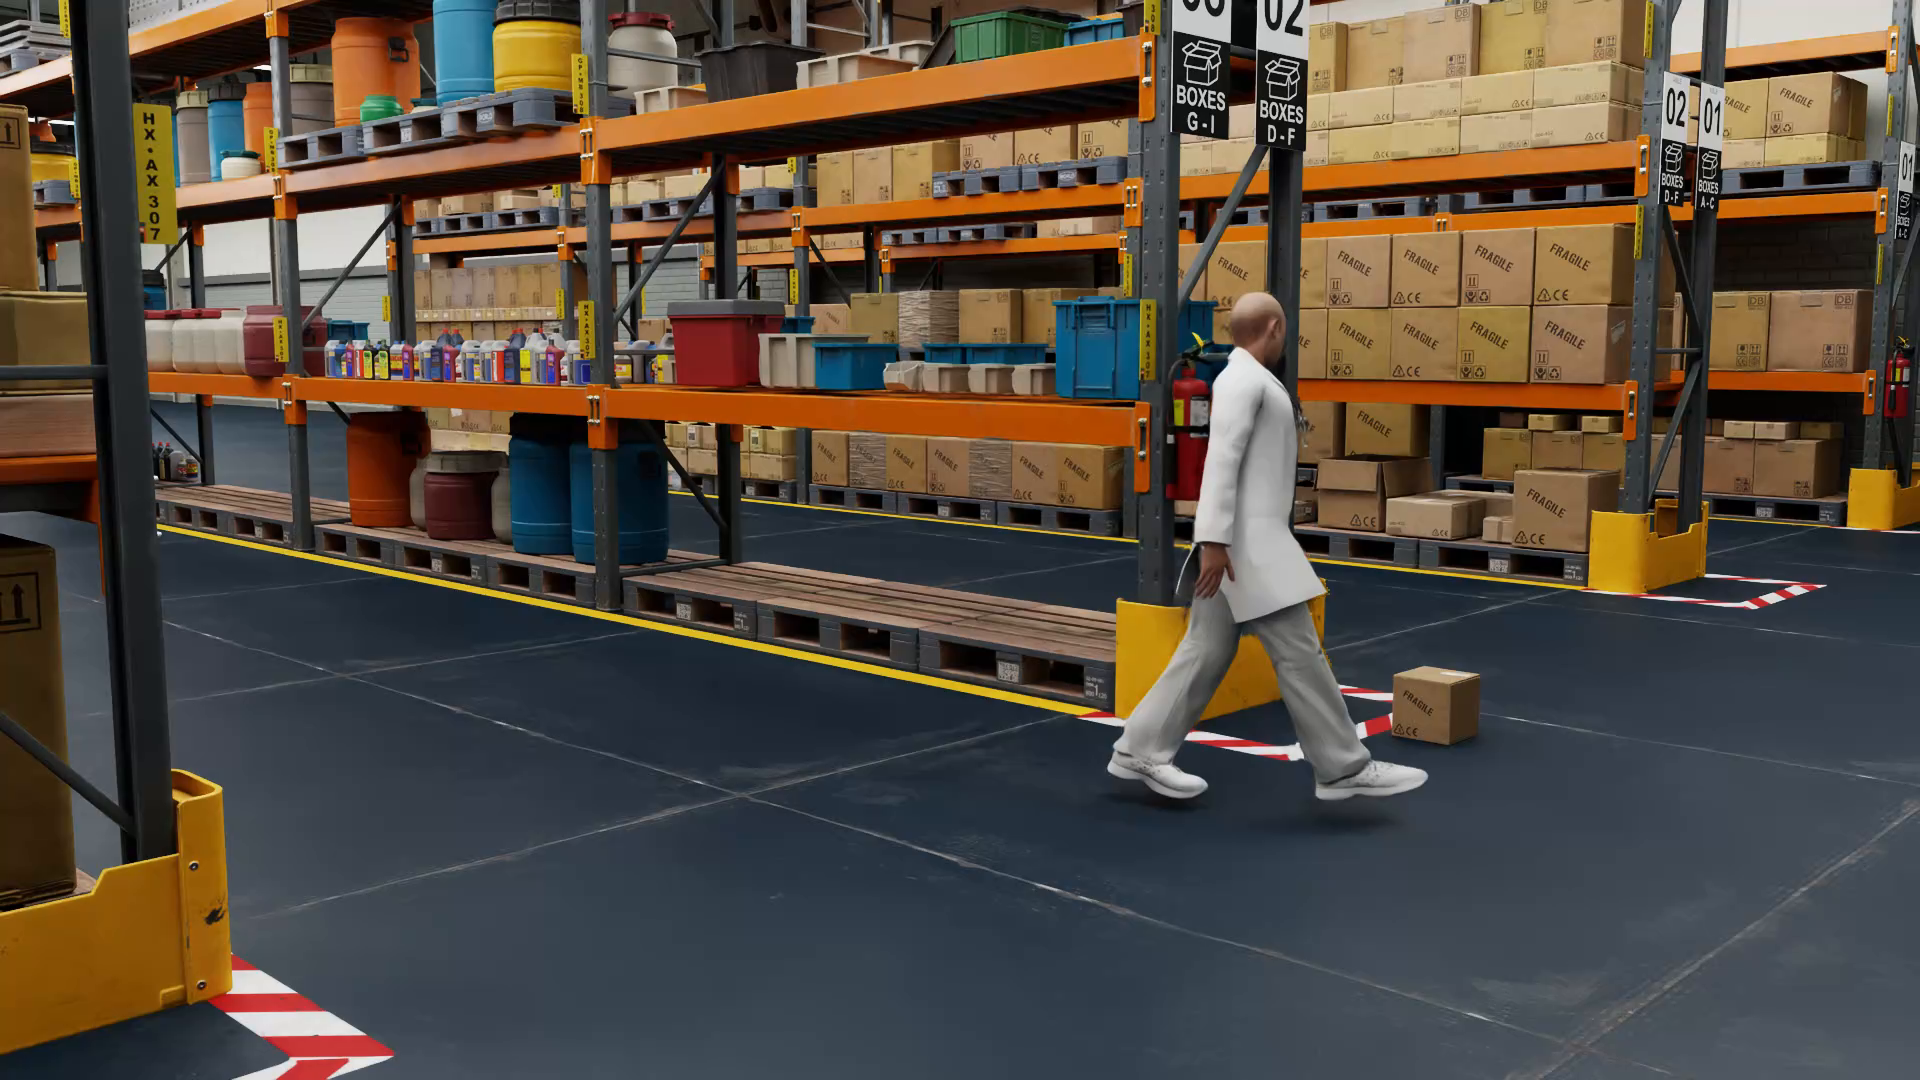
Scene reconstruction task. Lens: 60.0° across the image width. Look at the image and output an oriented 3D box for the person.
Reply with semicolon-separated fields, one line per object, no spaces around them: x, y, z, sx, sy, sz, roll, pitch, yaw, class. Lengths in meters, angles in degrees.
1.058;0.013;5.700;1.075;1.706;0.644;0;7;3;person
